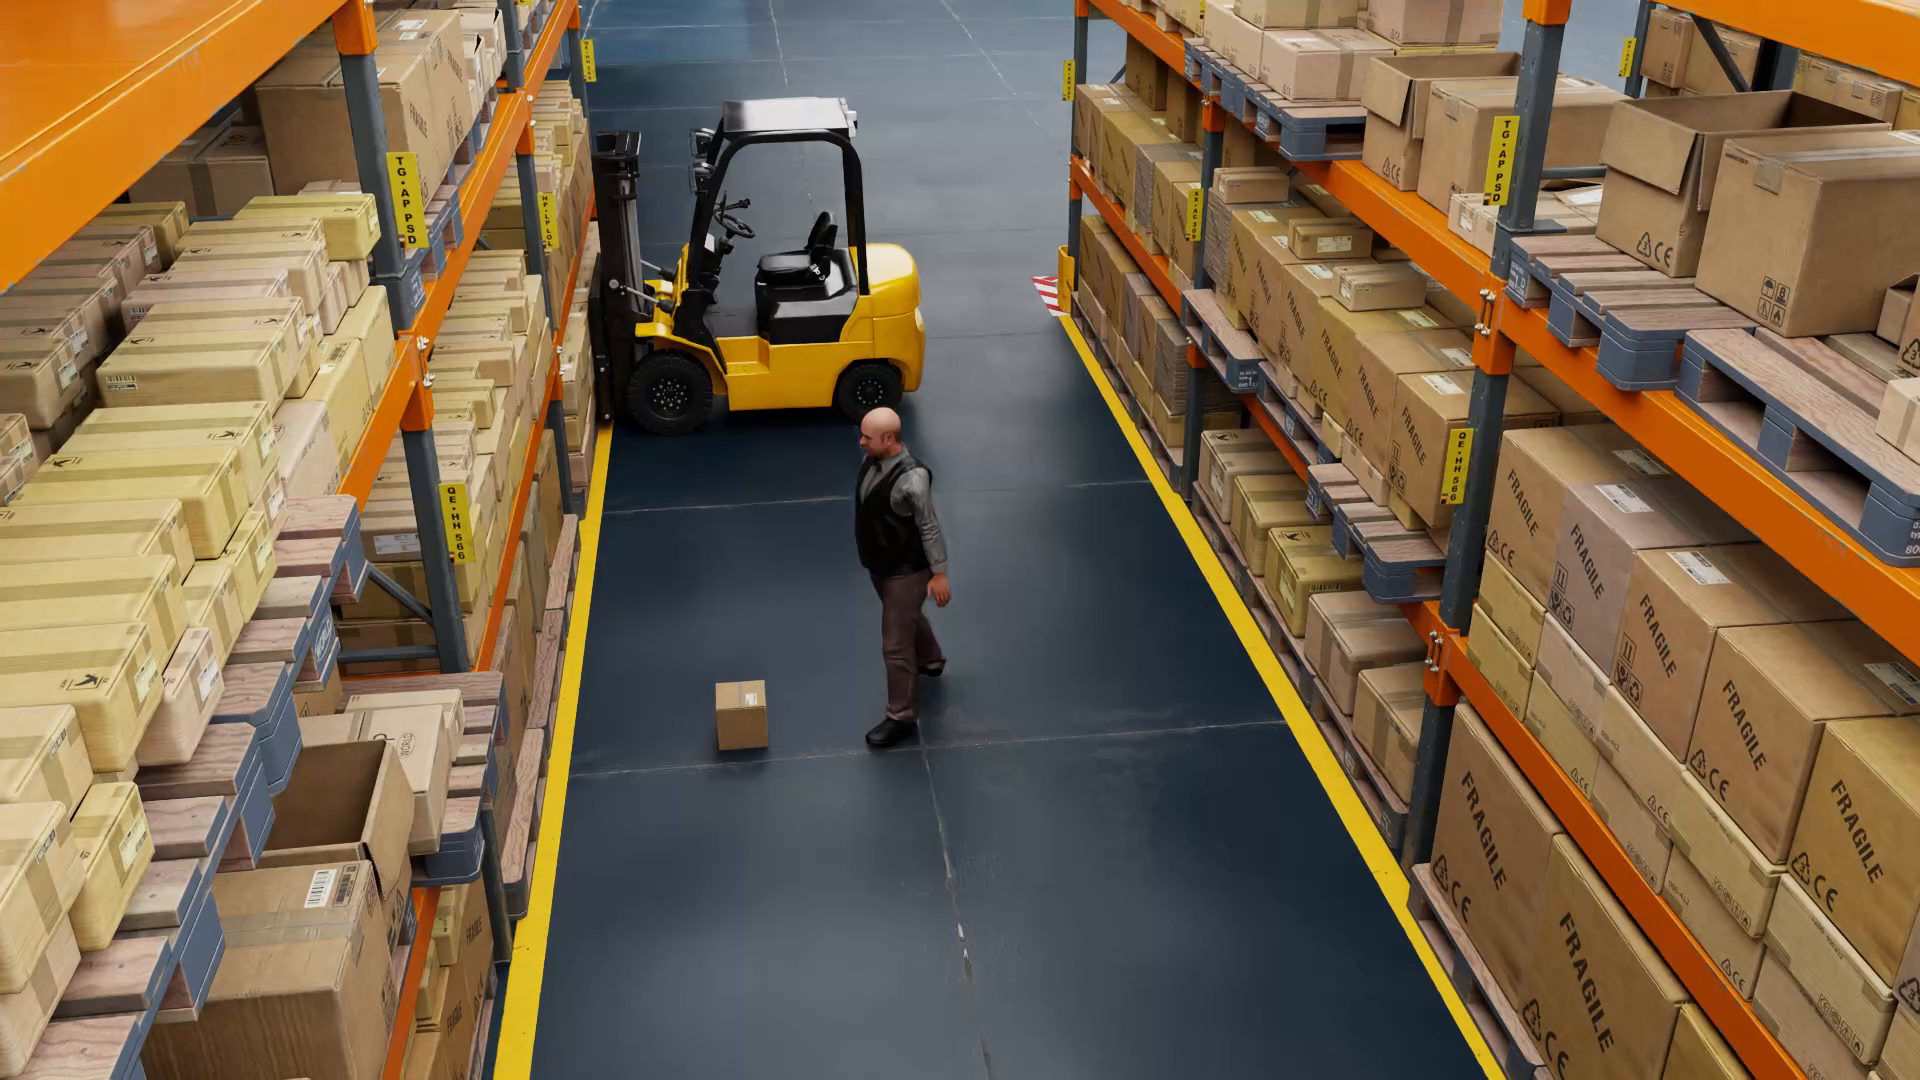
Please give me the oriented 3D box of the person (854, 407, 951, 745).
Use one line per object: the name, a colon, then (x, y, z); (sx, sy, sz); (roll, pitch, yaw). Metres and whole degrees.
person: (-0.315, 0.118, 8.418); (0.681, 1.708, 0.669); (-14, 30, -26)
